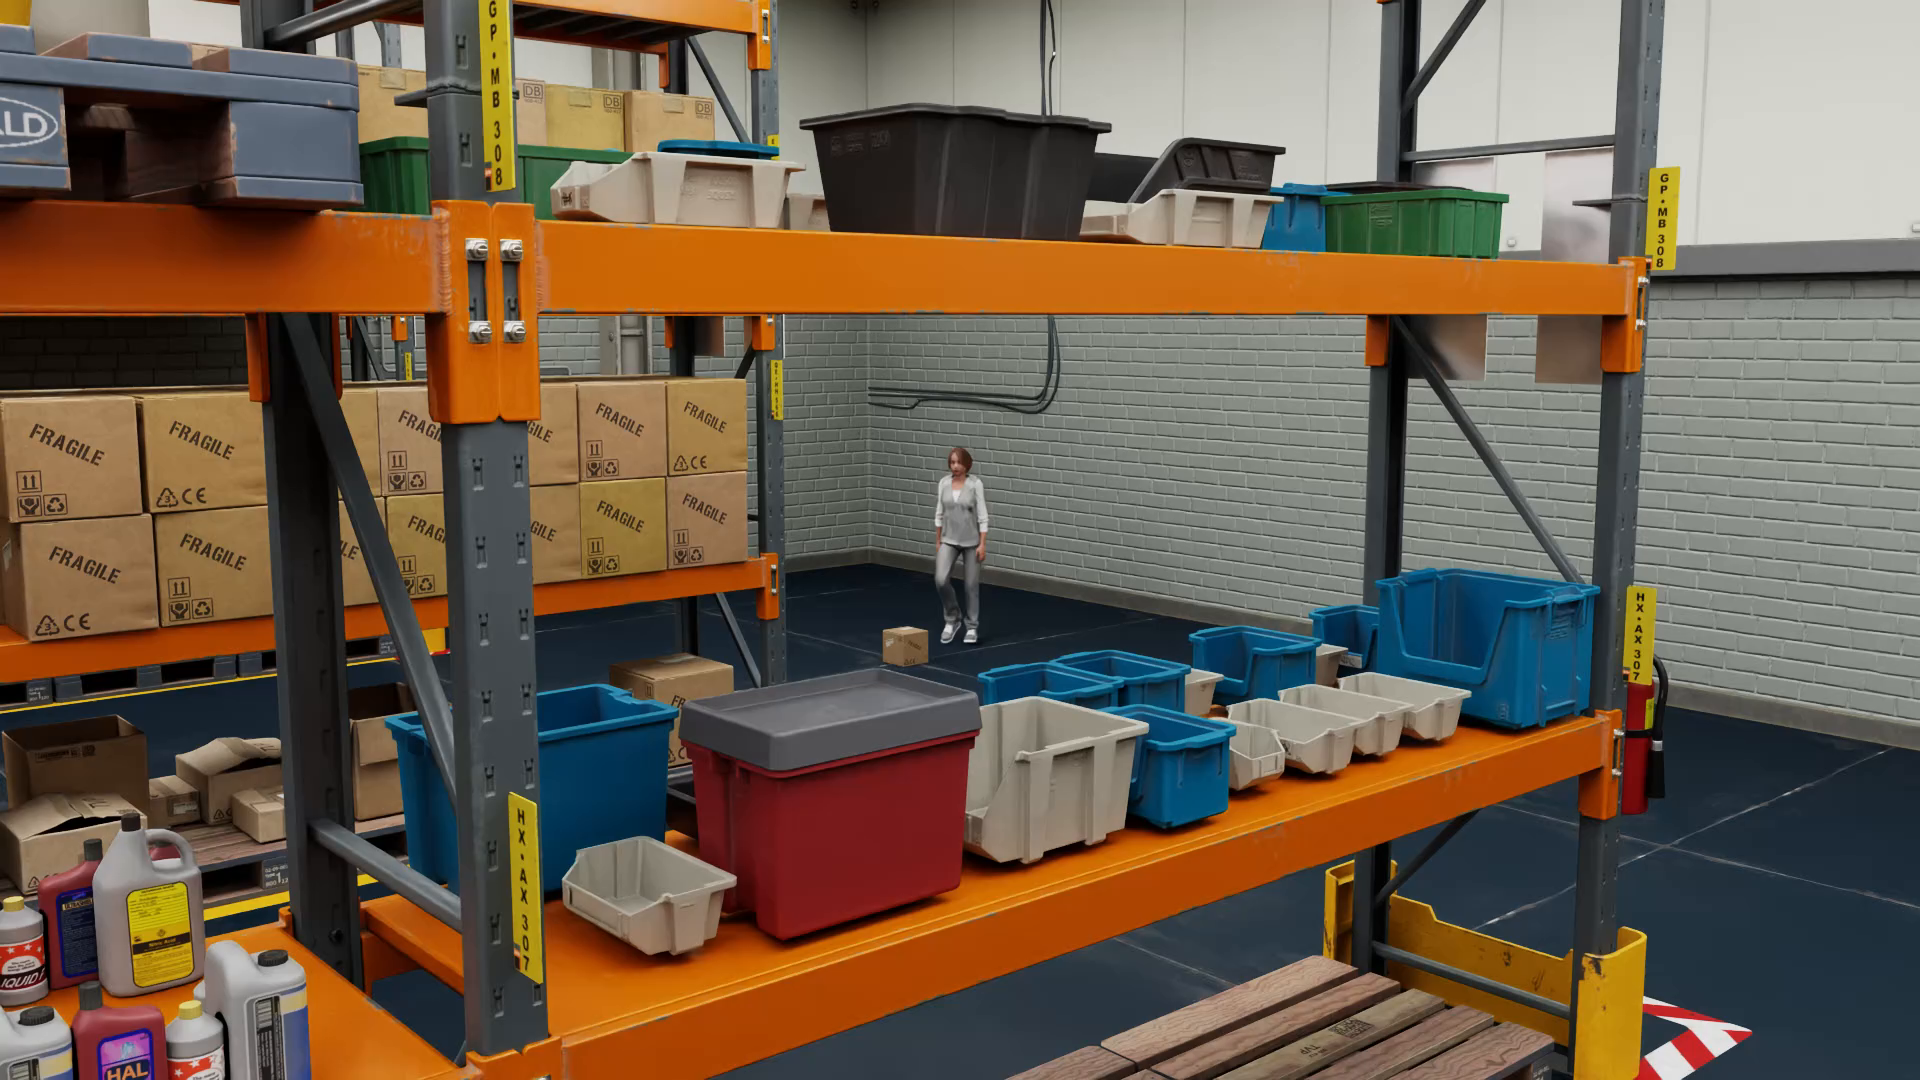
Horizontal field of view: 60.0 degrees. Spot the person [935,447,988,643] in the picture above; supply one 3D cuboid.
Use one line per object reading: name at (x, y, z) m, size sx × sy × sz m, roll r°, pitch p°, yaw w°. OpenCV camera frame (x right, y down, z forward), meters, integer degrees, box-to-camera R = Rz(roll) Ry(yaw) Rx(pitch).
person at (0.013, 0.045, 13.346) m, size 0.445 × 1.590 × 0.447 m, roll 1°, pitch 8°, yaw 9°
